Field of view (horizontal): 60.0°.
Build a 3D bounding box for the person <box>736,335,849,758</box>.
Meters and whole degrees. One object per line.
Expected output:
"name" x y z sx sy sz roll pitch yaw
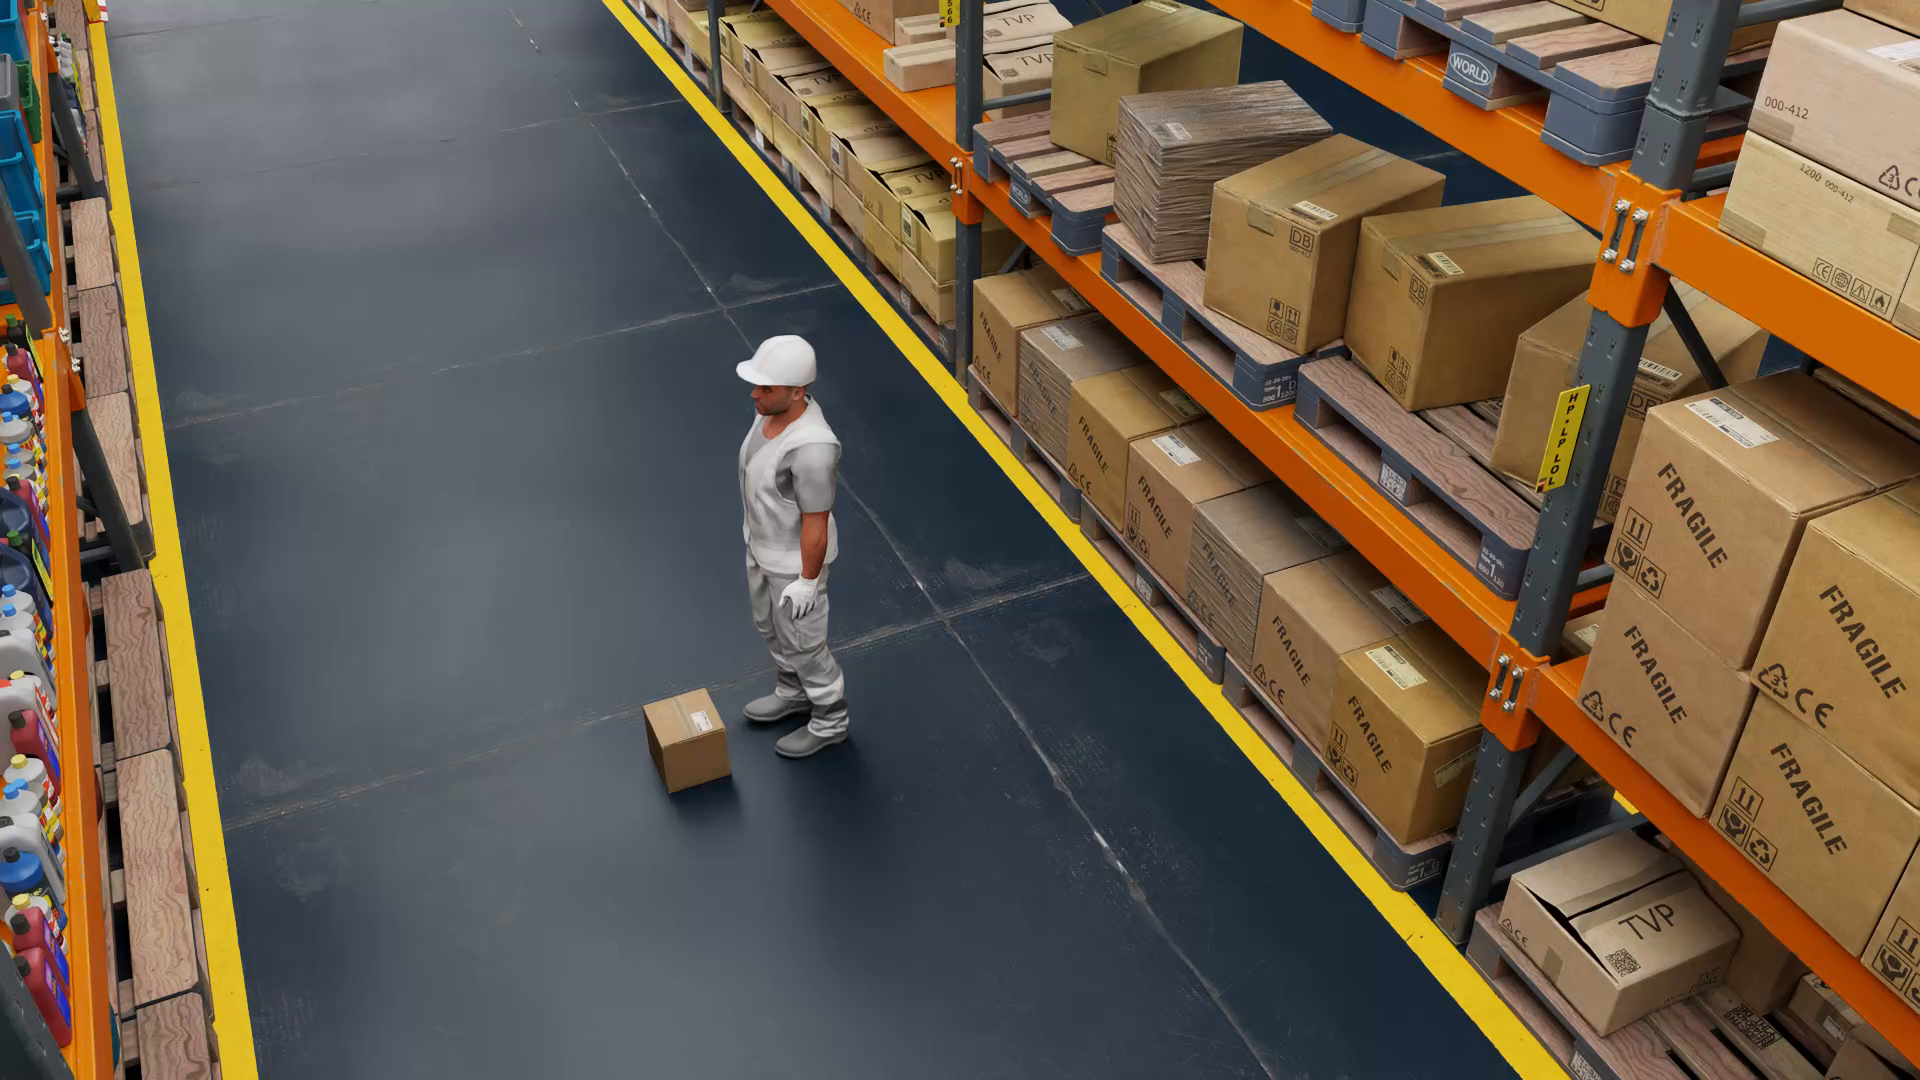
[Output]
"person" -0.635 0.048 6.071 0.378 1.790 0.522 -15 39 -19
